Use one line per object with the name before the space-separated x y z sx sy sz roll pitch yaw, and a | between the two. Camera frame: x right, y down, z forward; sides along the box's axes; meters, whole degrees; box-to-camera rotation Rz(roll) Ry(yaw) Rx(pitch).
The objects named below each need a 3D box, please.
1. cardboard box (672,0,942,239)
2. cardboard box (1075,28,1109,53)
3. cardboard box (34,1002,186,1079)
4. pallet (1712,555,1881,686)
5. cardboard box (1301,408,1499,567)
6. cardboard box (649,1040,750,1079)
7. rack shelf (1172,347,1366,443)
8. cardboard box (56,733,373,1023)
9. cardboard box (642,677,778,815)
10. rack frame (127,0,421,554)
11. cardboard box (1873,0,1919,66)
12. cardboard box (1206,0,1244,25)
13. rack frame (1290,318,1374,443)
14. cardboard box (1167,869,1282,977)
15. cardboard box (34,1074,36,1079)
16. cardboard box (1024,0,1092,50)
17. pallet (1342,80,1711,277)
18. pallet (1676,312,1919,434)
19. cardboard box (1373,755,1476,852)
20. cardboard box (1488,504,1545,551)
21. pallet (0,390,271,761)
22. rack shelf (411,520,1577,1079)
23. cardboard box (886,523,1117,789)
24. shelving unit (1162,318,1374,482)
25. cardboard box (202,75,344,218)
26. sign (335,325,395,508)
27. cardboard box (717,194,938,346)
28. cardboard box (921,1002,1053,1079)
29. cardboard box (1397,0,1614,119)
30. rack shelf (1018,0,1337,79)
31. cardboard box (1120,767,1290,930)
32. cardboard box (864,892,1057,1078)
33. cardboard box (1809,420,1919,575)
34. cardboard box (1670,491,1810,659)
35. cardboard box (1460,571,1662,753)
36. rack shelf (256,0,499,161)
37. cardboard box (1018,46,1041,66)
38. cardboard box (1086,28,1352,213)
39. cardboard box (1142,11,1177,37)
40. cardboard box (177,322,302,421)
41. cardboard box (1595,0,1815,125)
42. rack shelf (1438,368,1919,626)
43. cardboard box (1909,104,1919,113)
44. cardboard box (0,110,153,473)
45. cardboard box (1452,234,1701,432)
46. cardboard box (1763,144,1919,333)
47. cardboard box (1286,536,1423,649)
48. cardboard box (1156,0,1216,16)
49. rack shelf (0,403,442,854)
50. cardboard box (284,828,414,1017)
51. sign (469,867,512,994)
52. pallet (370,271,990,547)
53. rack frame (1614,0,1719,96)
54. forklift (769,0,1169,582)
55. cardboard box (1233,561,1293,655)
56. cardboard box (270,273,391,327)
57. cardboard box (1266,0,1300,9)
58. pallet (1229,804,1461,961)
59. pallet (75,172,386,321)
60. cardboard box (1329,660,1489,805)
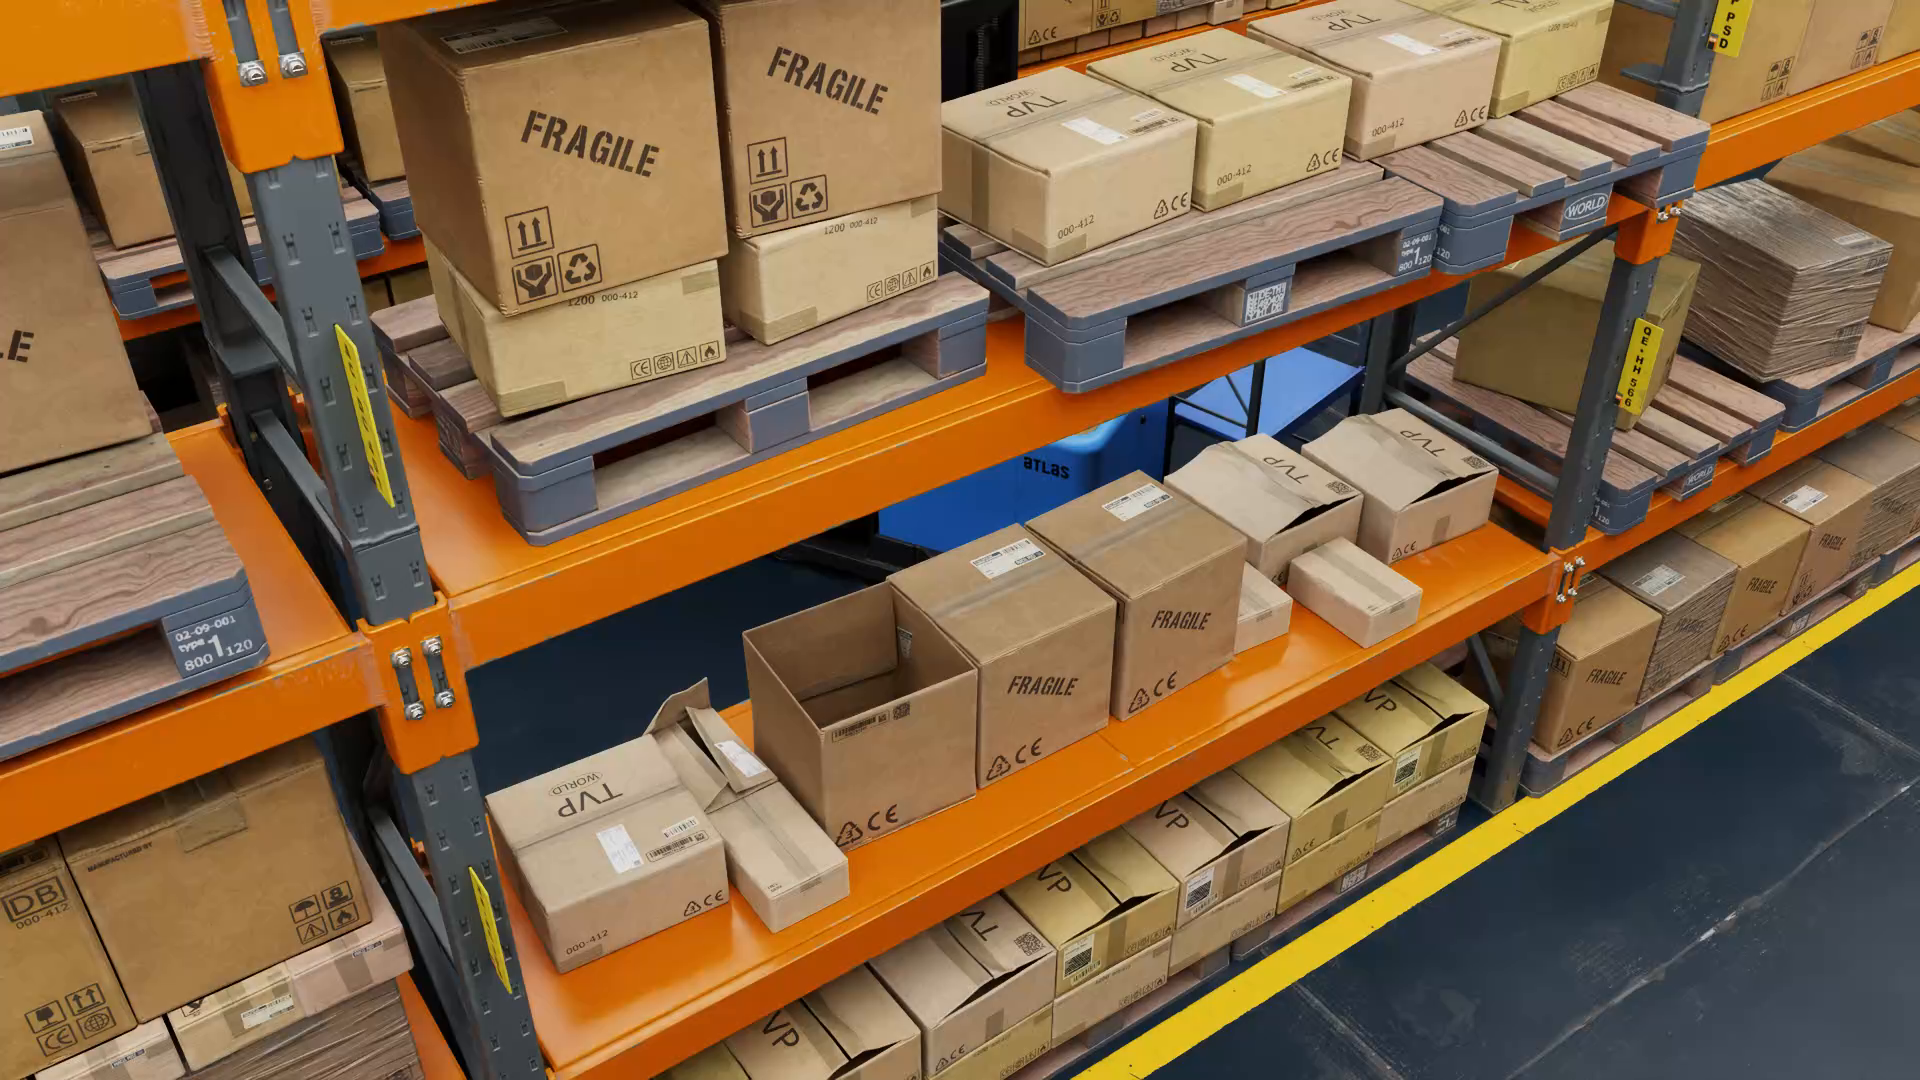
cardboard box | -0.378 -1.040 3.684 0.500 0.500 0.500 -18 40 -24
cardboard box | 0.706 -3.153 10.263 0.250 0.149 0.380 -22 41 -28
cardboard box | -1.872 1.044 3.588 0.250 0.149 0.380 -24 42 -29
pallet | 3.541 0.129 7.890 1.213 0.211 1.003 -22 41 -28
cardboard box | 1.590 -0.225 6.070 0.500 0.311 0.500 -20 40 -25
cardboard box | -0.876 1.681 4.859 0.500 0.311 0.500 -22 41 -28
rack shelf | 1.509 -0.673 8.209 0.538 0.185 1.000 27 44 32
cardboard box | -1.716 0.568 3.694 0.500 0.500 0.700 -22 41 -28
cardboard box | -0.744 0.654 4.886 0.258 0.266 0.396 -23 42 -29
rack frame | -1.357 -1.452 2.562 0.127 3.000 1.000 -22 41 -28
cardboard box | 3.092 -2.130 5.988 0.500 0.500 0.910 -22 41 -28
cardboard box | 1.600 -3.449 10.675 0.250 0.149 0.380 -22 41 -28
rack frame | 1.843 -1.043 8.415 0.500 1.500 0.032 27 44 32
cardboard box | 0.791 1.220 5.980 0.500 0.250 0.500 -21 41 -27
cardboard box | -2.144 1.275 3.822 0.500 0.500 0.700 -23 42 -28
cardboard box | 0.440 -3.274 9.876 0.500 0.500 0.500 -23 41 -28
pallet | 1.409 -1.232 4.987 1.003 0.211 1.213 -20 40 -26
pallet | 3.499 -0.941 7.153 1.213 0.211 1.003 -22 41 -28
cardboard box | 1.623 0.877 6.457 0.500 0.250 0.500 -21 41 -27
cardboard box | 2.542 0.047 7.379 0.500 0.500 0.500 -21 41 -26
pallet | -2.039 0.101 3.048 1.213 0.211 1.003 -22 41 -28
rack shelf | 0.278 0.602 5.459 4.000 0.370 1.077 -22 41 -28
cardboard box | 0.120 0.346 5.114 0.500 0.500 0.500 -22 41 -28
shelving unit | 1.509 -0.819 8.104 0.538 1.500 1.048 27 44 32
cardboard box | -3.317 -1.938 7.914 0.500 0.500 0.700 -18 39 -23
sign | -1.036 -0.212 2.897 0.005 0.325 0.100 -22 41 -28
cardboard box | -0.401 -0.733 3.900 0.500 0.250 0.500 -27 44 -32
cardboard box | -0.044 1.565 5.501 0.500 0.250 0.500 -24 42 -29
cardboard box | 1.574 -1.510 4.981 0.500 0.250 0.500 -26 43 -31
rack shelf | 0.691 -3.106 10.616 4.000 0.370 1.077 -22 41 -28
cardboard box | 0.791 0.996 5.811 0.500 0.311 0.500 -23 41 -28
cardboard box | -0.041 1.341 5.332 0.500 0.311 0.500 -24 42 -29
cardboard box | 4.125 -0.238 7.776 0.500 0.500 0.500 -22 41 -27
cardboard box | 3.287 0.112 7.289 0.500 0.500 0.500 -23 42 -28
cardboard box | 2.449 0.457 6.809 0.500 0.500 0.500 -21 41 -26
rack shelf | 0.278 -1.671 3.825 4.000 0.370 1.077 -22 41 -28
cardboard box | 0.277 -2.996 10.045 0.250 0.149 0.380 -21 41 -27
cardboard box | 0.682 -1.138 4.463 0.500 0.250 0.500 -23 42 -29
cardboard box | 1.148 -3.322 10.497 0.250 0.149 0.380 -24 42 -29
cardboard box | -3.622 -0.799 8.556 0.500 0.500 0.700 -21 41 -26
cardboard box | 2.250 -1.783 5.506 0.500 0.500 0.910 -22 41 -28
rack shelf | 3.547 -0.743 7.330 4.000 0.370 1.077 -22 41 -28
cardboard box | 4.666 -1.866 7.831 0.700 0.500 0.500 22 41 28
cardboard box | -1.921 -0.459 3.185 0.500 0.500 0.500 -19 40 -24
cardboard box | 2.362 -0.839 6.402 0.700 0.500 0.500 23 41 28
cardboard box | 3.774 -1.295 7.036 0.700 0.500 0.500 26 43 32
cardboard box | 1.337 0.174 5.654 0.250 0.149 0.380 -22 41 -28
cardboard box | 1.266 -3.623 10.361 0.500 0.500 0.500 -22 41 -28
rack shelf | -2.992 0.730 2.713 4.000 0.370 1.077 -22 41 -28
cardboard box | -1.456 0.873 3.826 0.250 0.149 0.380 -22 41 -28
sign | -1.036 0.864 3.671 0.005 0.325 0.100 -22 41 -28
pallet | -0.644 -0.460 3.915 1.217 0.209 0.805 -24 42 -30
rack frame | 1.912 -2.798 4.433 0.127 3.000 1.000 -22 41 -28
forklift | -0.561 -1.349 7.616 3.031 2.935 1.130 16 39 21
cardboard box | 0.903 0.195 5.624 0.250 0.149 0.380 -19 40 -25
cardboard box | -3.264 -1.253 8.546 0.500 0.250 0.500 -23 42 -29
cardboard box | 2.019 -3.632 10.929 0.250 0.149 0.380 -22 41 -27
pallet | 1.217 1.028 6.640 1.213 0.211 1.003 -22 41 -28
pallet | -3.505 -1.490 7.916 1.213 0.211 1.003 -22 41 -28
cardboard box | 1.626 0.650 6.293 0.500 0.311 0.500 -21 41 -27
